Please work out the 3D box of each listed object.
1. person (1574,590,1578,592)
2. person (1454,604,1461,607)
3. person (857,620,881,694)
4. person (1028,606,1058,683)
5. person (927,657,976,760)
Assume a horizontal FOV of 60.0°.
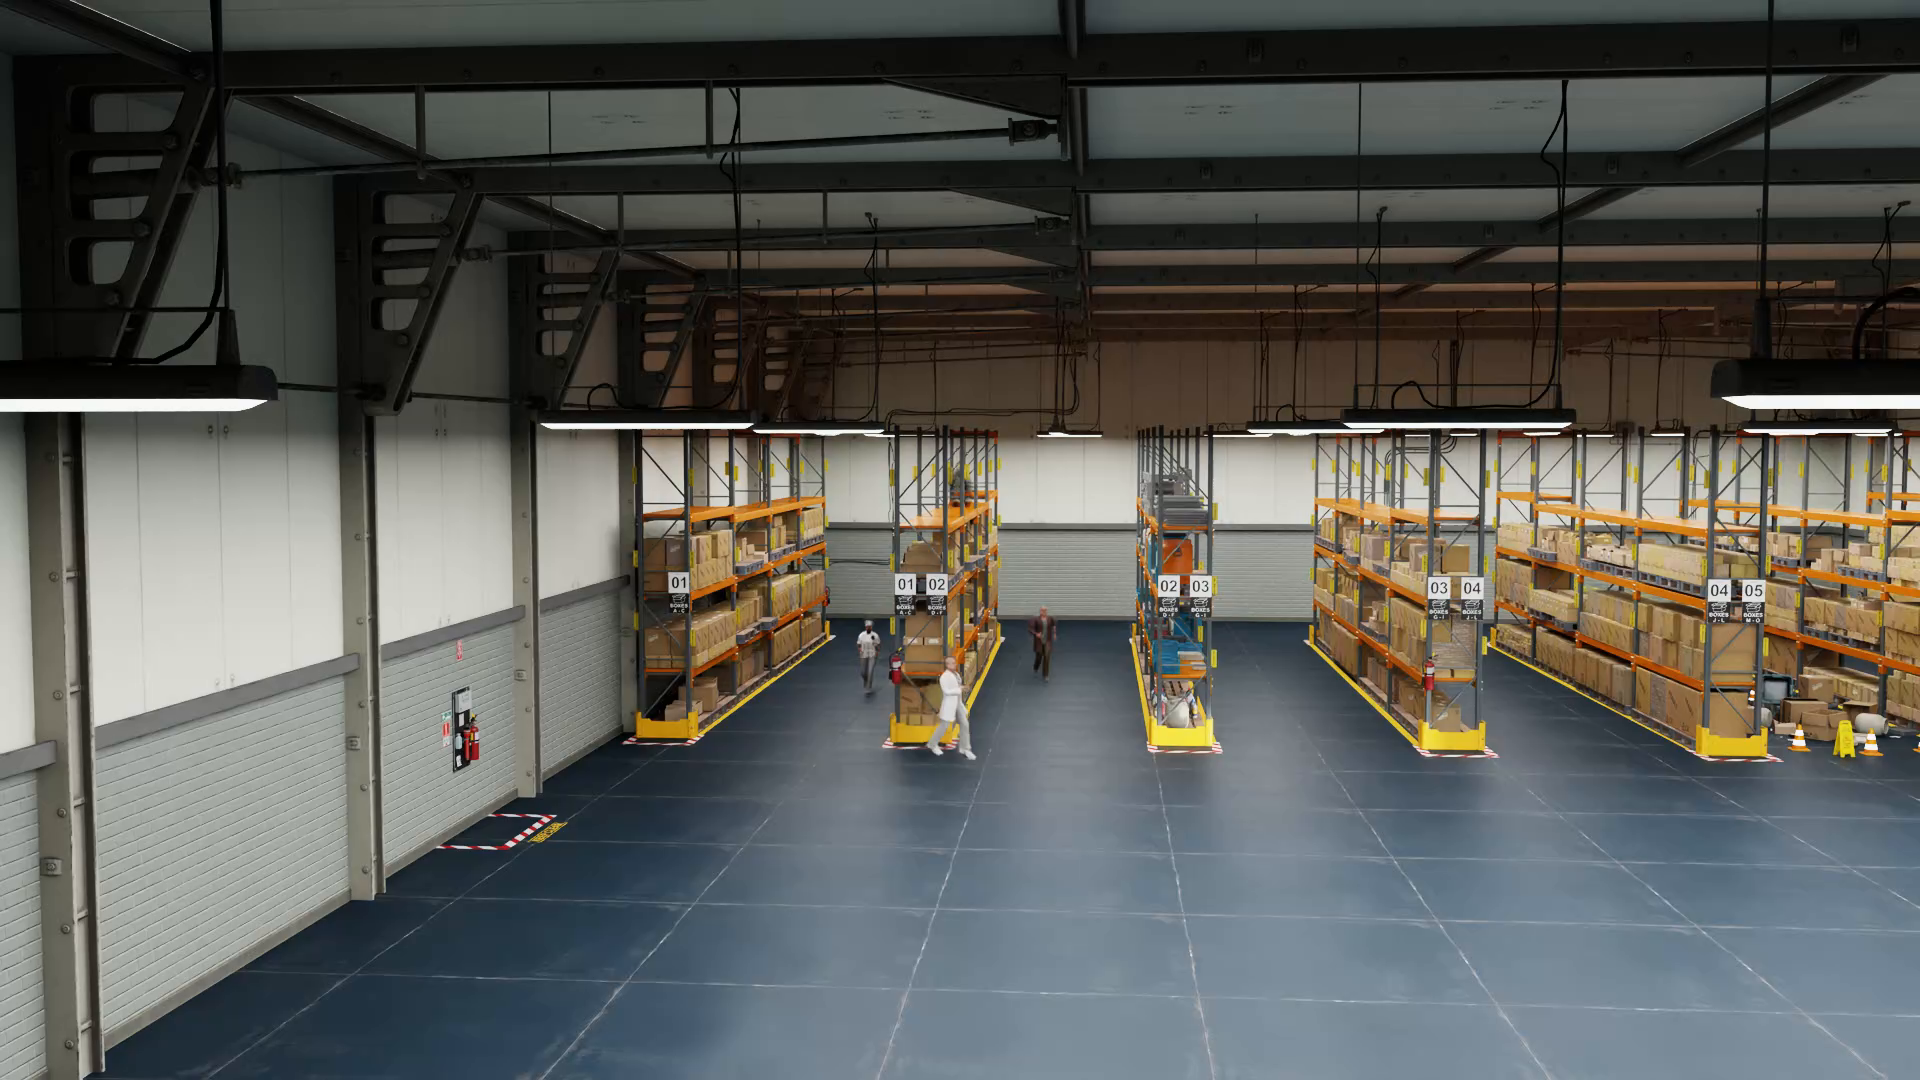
[{"bbox_3d":[16.923,2.100,45.583,0.710,1.797,0.962,-1,4,-14],"label":"person"},{"bbox_3d":[13.525,2.184,45.578,0.570,1.617,0.553,1,4,12],"label":"person"},{"bbox_3d":[-2.059,2.634,37.660,0.563,1.650,0.589,0,3,1],"label":"person"},{"bbox_3d":[1.974,2.452,39.648,0.733,1.791,0.925,-1,3,-9],"label":"person"},{"bbox_3d":[-0.165,3.015,29.916,0.947,1.821,0.677,2,4,34],"label":"person"}]
